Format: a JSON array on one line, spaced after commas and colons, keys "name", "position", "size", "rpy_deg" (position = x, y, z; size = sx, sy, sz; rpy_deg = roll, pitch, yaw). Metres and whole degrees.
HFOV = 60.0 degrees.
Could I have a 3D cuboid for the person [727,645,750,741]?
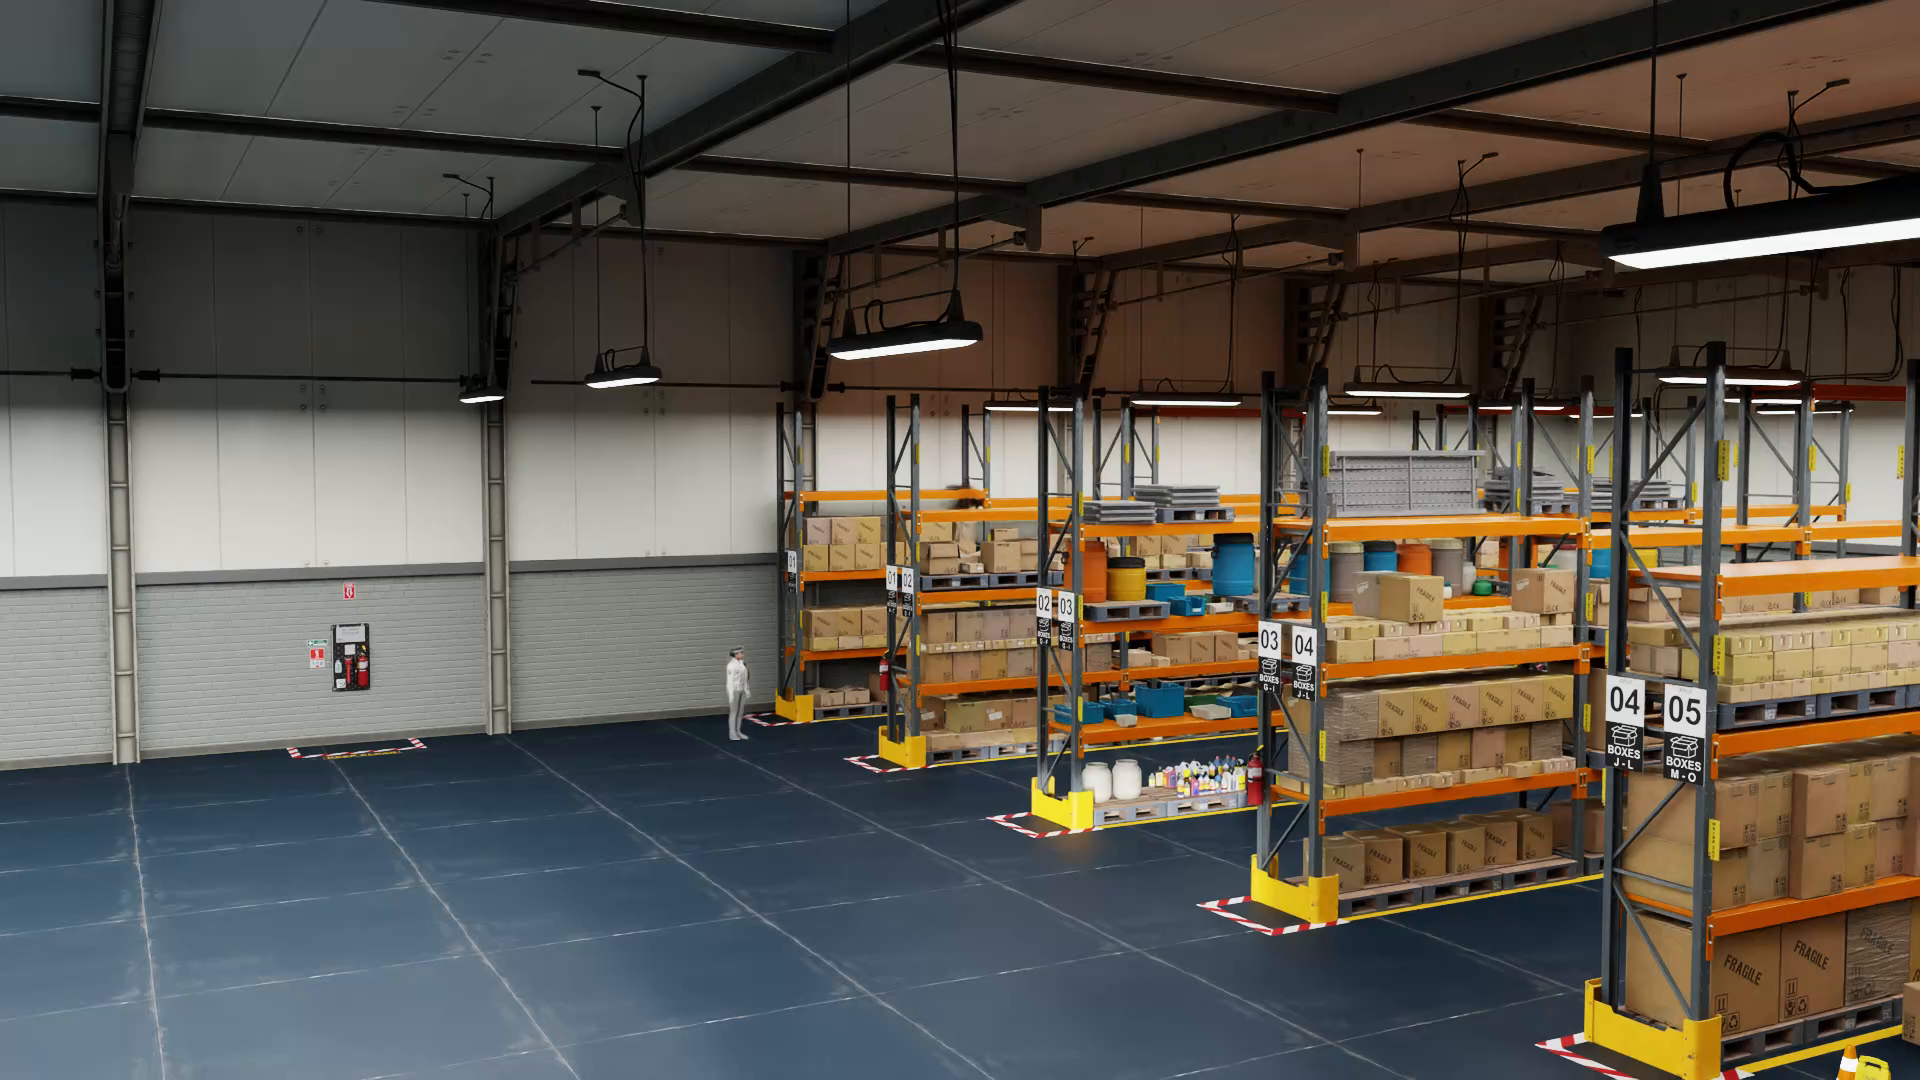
[{"name": "person", "position": [-3.918, 2.672, 29.214], "size": [0.341, 1.686, 0.515], "rpy_deg": [1, 3, 22]}]
